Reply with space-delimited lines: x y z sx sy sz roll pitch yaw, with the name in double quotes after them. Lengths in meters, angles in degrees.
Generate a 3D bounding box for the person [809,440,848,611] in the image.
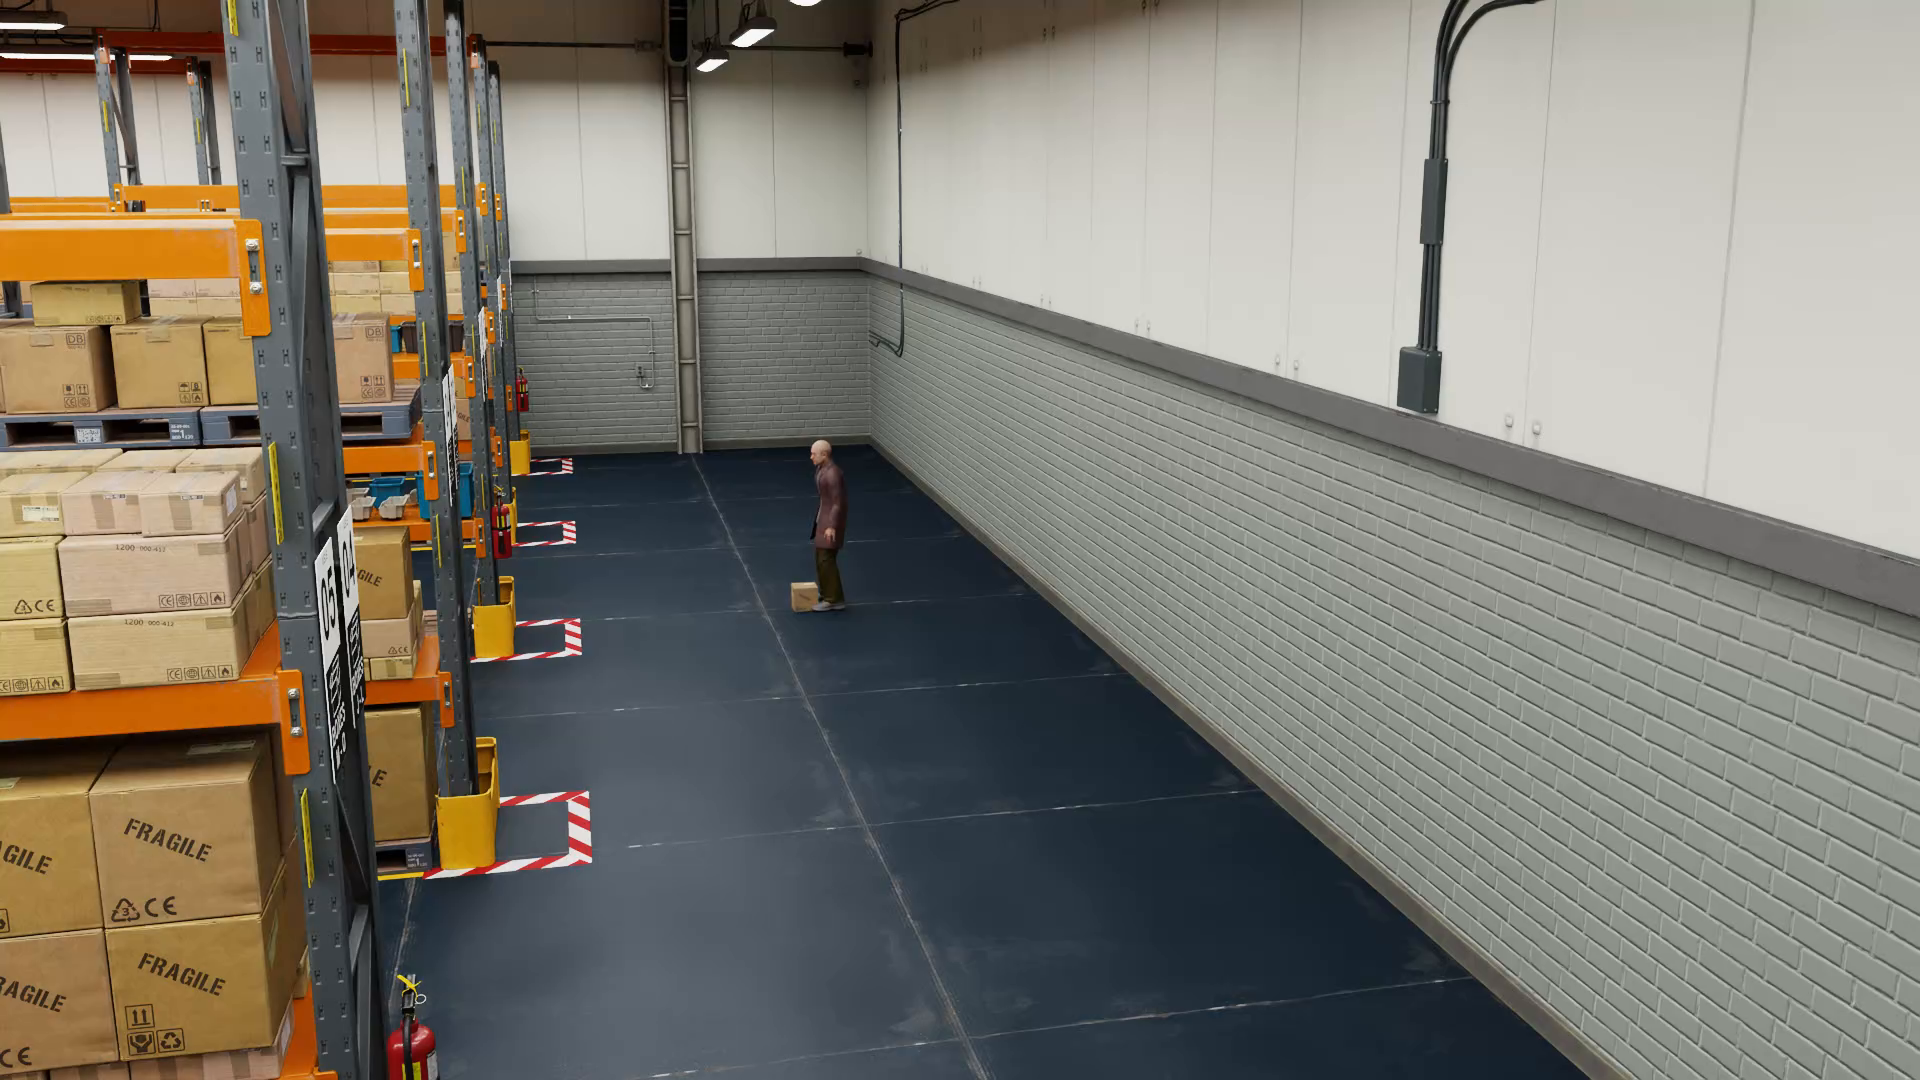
-1.383 -0.166 17.256 0.427 1.773 0.640 -3 13 -14 "person"
